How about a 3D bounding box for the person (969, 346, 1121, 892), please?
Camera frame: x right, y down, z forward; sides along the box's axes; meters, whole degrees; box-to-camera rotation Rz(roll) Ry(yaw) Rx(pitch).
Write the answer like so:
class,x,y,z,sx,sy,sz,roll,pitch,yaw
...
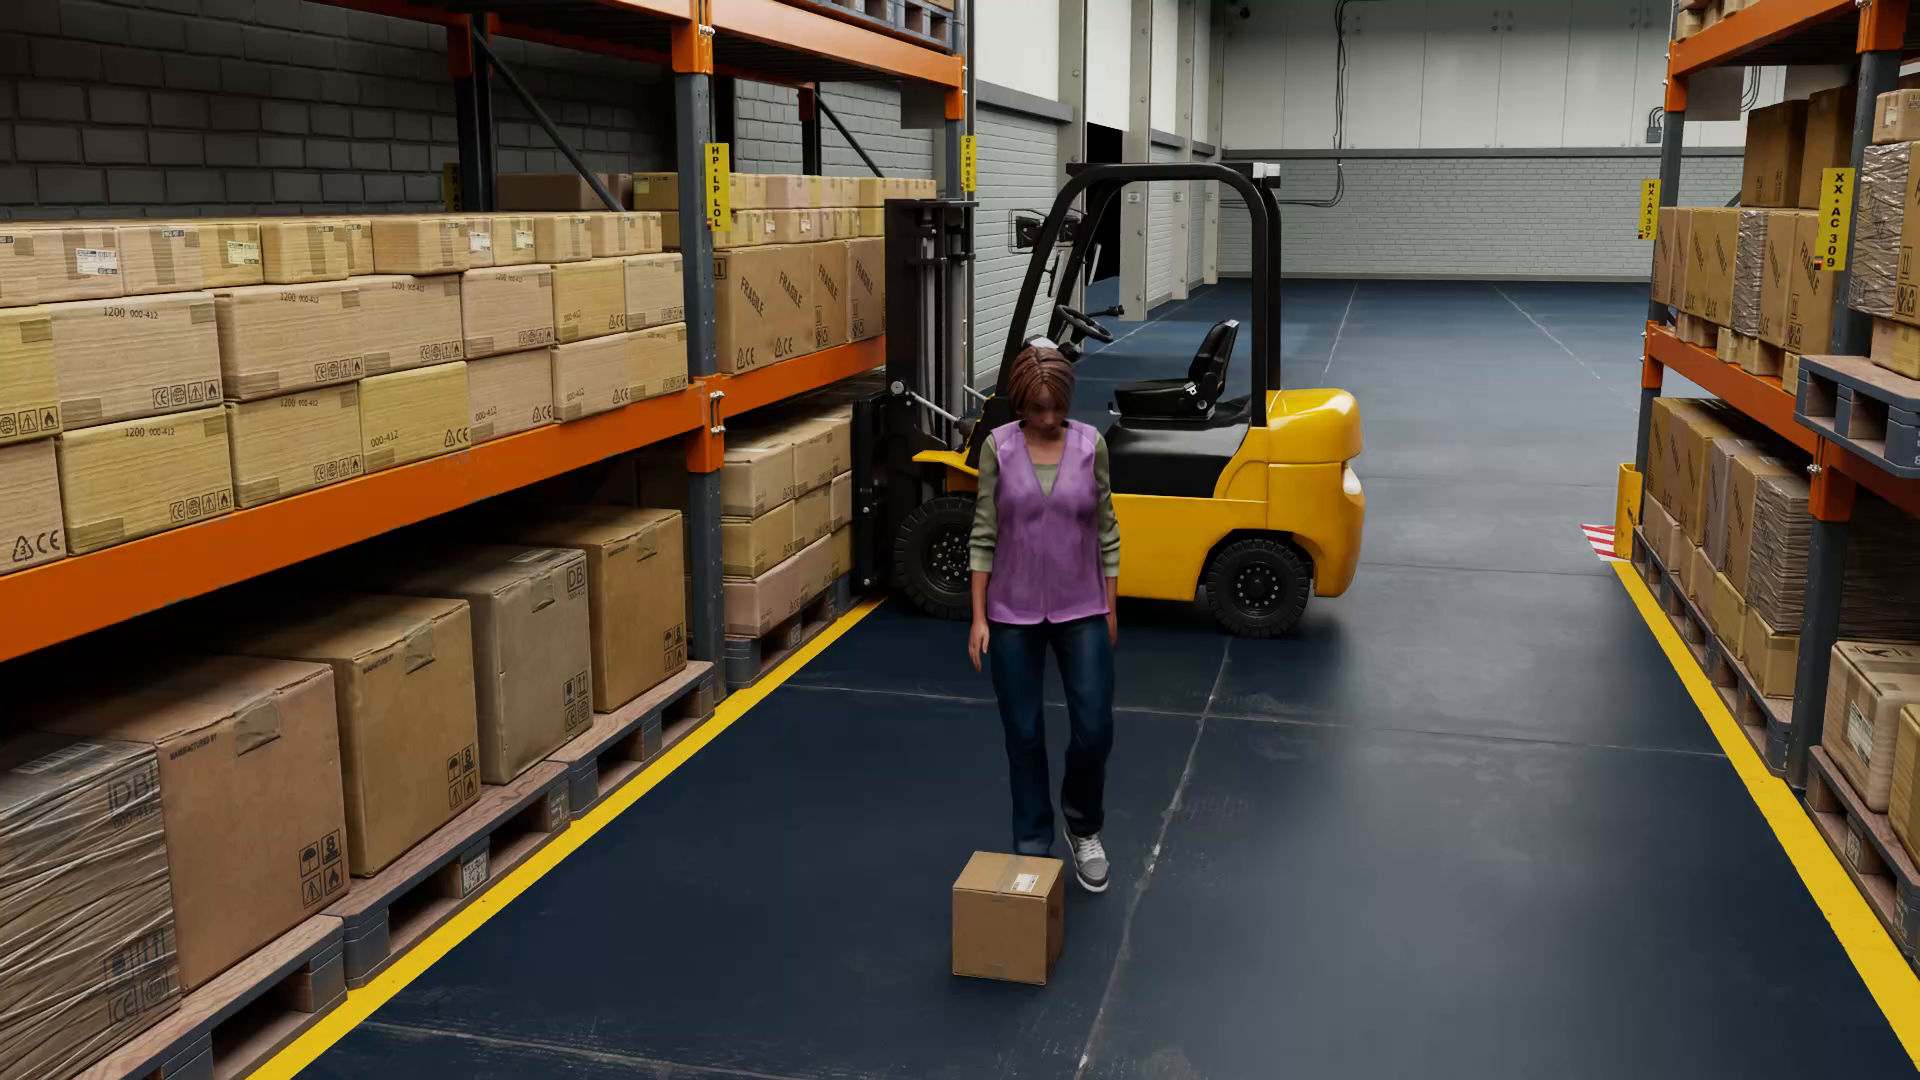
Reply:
class,x,y,z,sx,sy,sz,roll,pitch,yaw
person,0.238,0.249,4.700,0.432,1.588,0.425,1,12,4
